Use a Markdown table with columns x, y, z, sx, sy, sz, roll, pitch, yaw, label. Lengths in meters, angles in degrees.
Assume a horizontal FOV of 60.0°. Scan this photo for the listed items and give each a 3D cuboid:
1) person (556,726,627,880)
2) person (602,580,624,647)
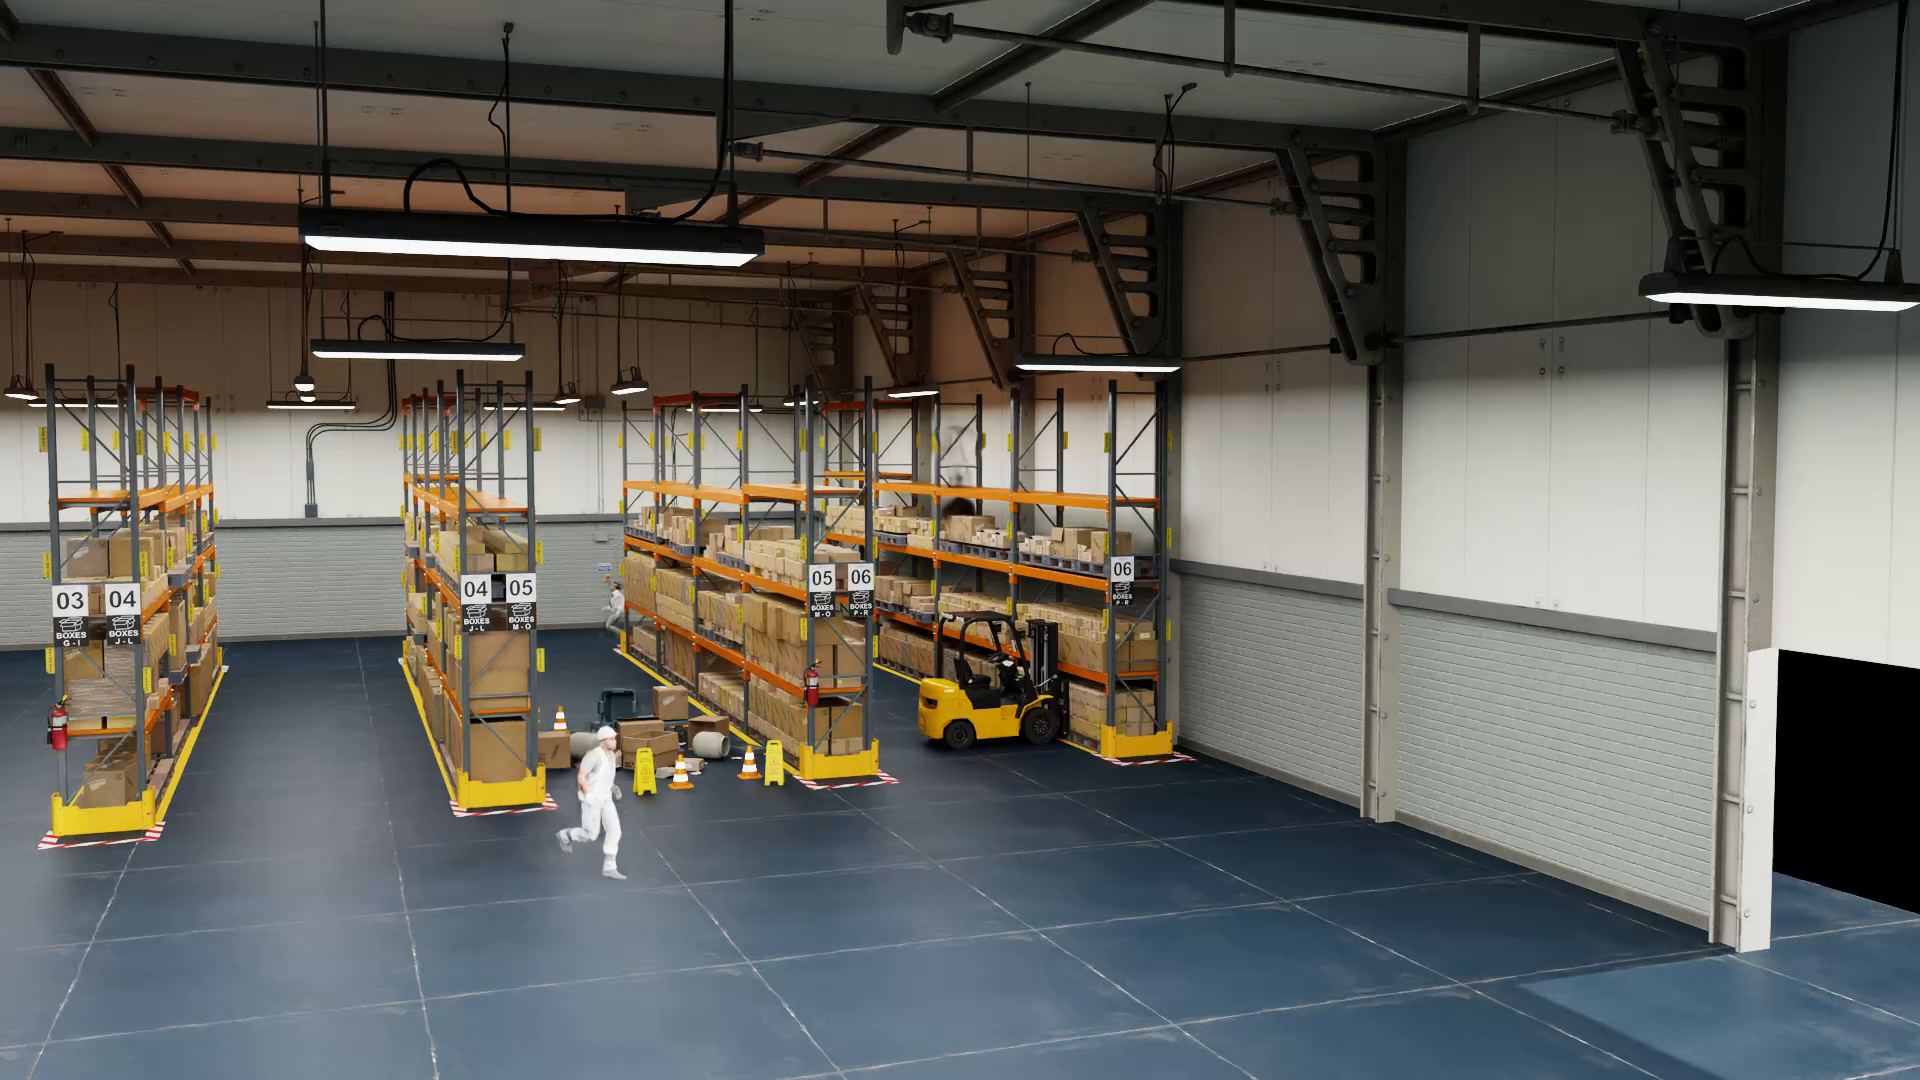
| x | y | z | sx | sy | sz | roll | pitch | yaw | label |
| --- | --- | --- | --- | --- | --- | --- | --- | --- | --- |
| -4.251 | 3.024 | 19.247 | 0.941 | 1.767 | 0.664 | 1 | 4 | 24 | person |
| -8.443 | 1.797 | 40.708 | 0.633 | 1.646 | 0.592 | -1 | 3 | -10 | person |
